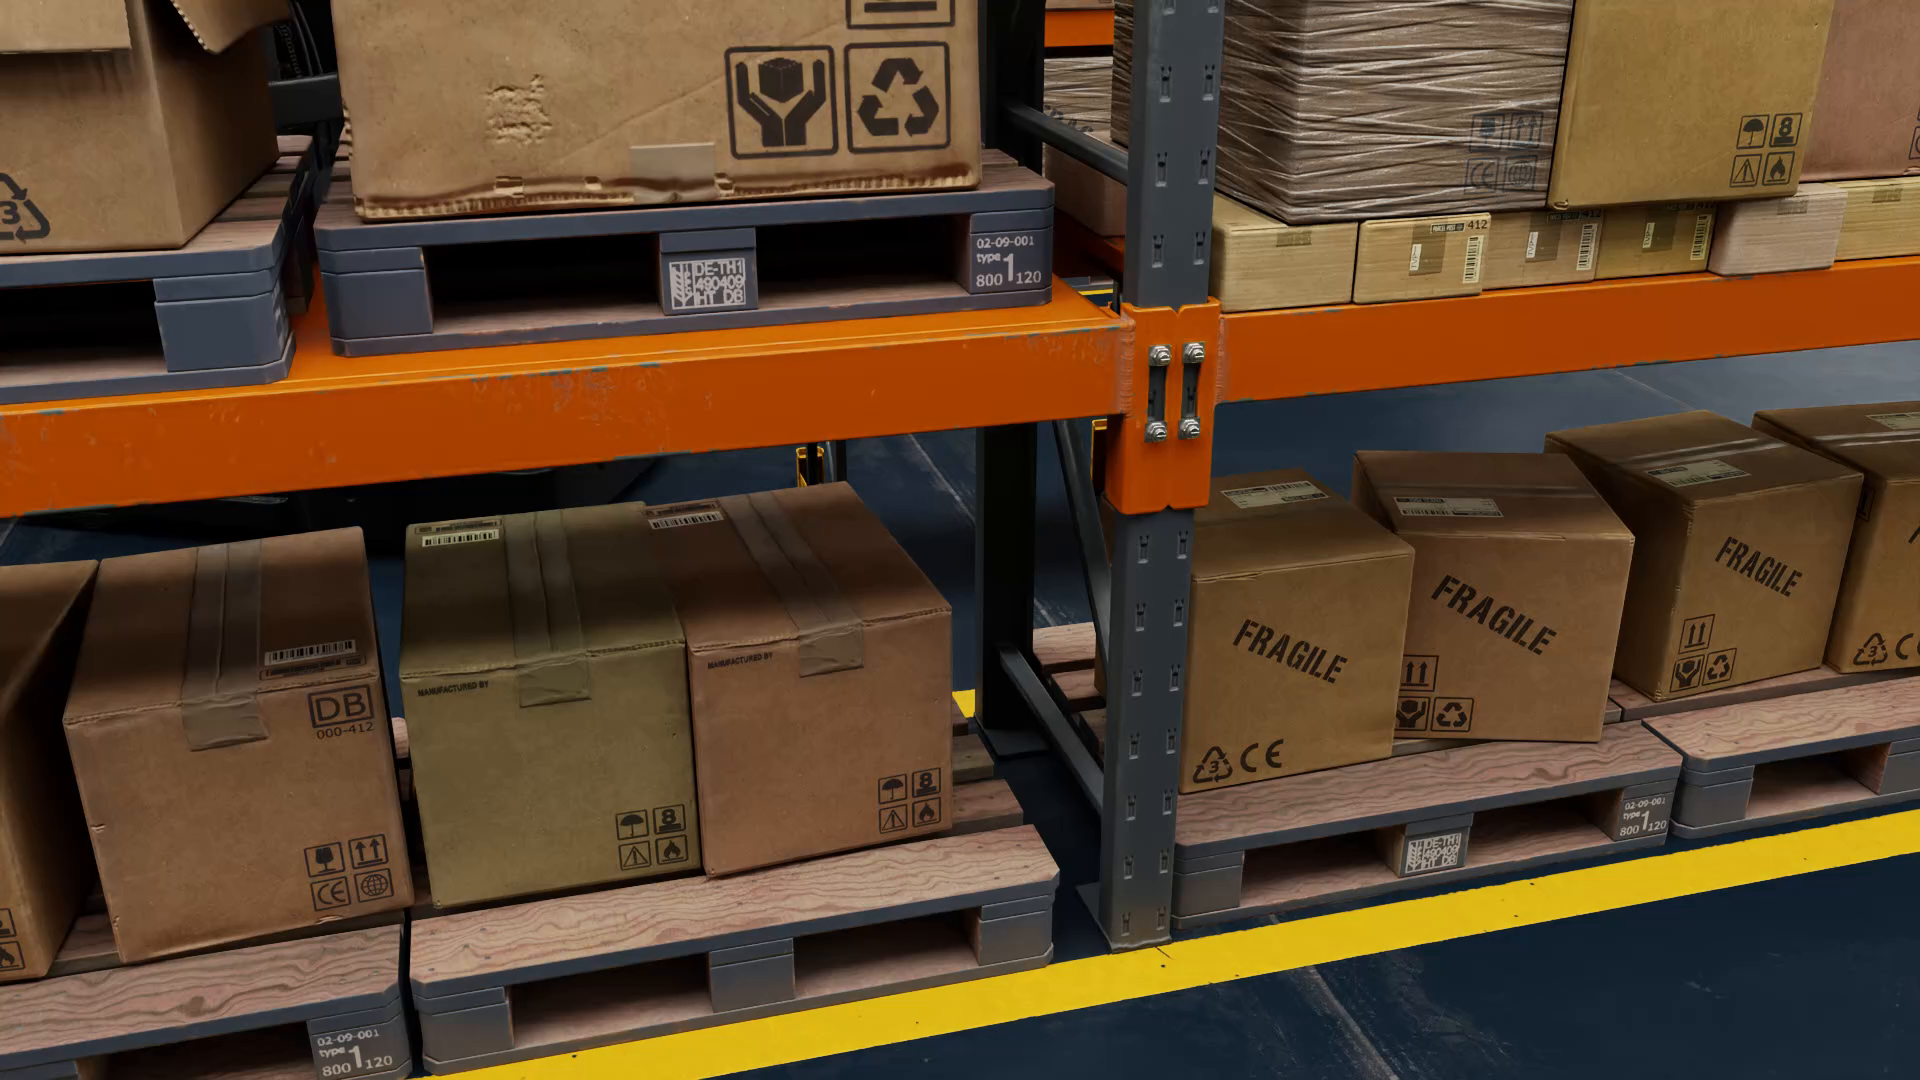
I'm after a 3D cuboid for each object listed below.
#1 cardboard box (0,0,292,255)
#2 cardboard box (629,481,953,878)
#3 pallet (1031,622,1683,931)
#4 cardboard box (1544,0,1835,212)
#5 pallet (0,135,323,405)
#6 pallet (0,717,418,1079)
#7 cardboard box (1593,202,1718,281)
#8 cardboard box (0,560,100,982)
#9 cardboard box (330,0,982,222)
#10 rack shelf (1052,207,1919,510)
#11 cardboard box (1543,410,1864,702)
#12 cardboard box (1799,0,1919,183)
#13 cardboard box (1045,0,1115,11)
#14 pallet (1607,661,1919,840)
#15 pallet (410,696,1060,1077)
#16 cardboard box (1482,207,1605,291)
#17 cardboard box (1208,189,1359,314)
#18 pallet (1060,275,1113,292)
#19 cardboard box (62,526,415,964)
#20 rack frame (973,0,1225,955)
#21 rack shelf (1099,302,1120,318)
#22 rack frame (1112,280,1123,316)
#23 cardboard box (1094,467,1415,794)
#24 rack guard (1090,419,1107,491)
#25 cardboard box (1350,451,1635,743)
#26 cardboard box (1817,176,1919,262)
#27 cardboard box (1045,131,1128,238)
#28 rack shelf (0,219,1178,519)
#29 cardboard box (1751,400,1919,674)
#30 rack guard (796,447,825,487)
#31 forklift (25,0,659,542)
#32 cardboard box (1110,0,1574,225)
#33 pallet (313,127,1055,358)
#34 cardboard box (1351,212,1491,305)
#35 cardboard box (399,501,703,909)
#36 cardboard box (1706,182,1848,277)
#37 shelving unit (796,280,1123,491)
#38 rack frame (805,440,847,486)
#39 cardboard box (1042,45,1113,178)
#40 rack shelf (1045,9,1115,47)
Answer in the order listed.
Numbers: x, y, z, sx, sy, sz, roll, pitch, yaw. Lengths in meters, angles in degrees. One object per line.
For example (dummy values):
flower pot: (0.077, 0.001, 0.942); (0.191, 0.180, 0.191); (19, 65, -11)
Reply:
cardboard box: (-1.414, -0.767, 2.571); (0.637, 0.503, 0.797); (-4, 24, -9)
cardboard box: (-0.367, 0.257, 3.459); (0.500, 0.500, 0.700); (-8, 25, -18)
pallet: (0.867, 0.450, 3.934); (1.213, 0.211, 1.003); (-6, 24, -14)
cardboard box: (1.171, -0.994, 3.258); (0.500, 0.500, 0.875); (-6, 24, -14)
pallet: (-1.727, -0.459, 2.759); (1.213, 0.211, 1.003); (-6, 24, -14)
pallet: (-1.696, 0.750, 3.235); (1.213, 0.211, 1.003); (-6, 24, -14)
cardboard box: (1.234, -0.629, 3.230); (0.250, 0.149, 0.380); (-6, 24, -14)
cardboard box: (-1.907, 0.420, 3.079); (0.500, 0.500, 0.700); (-4, 24, -10)
cardboard box: (-0.573, -1.184, 2.912); (1.000, 1.000, 1.000); (-6, 24, -14)
rack shelf: (2.155, -0.629, 3.825); (4.000, 0.370, 1.077); (-6, 24, -14)
cardboard box: (1.752, 0.022, 4.033); (0.500, 0.500, 0.500); (-9, 25, -19)
cardboard box: (1.625, -1.085, 3.471); (0.500, 0.500, 0.875); (-6, 24, -14)
cardboard box: (0.414, -2.833, 7.859); (0.550, 0.550, 0.875); (-6, 24, -14)
pallet: (2.044, 0.318, 4.240); (1.213, 0.211, 1.003); (-6, 24, -14)
pallet: (-0.520, 0.618, 3.541); (1.213, 0.211, 1.003); (-6, 24, -14)
cardboard box: (0.995, -0.599, 3.160); (0.250, 0.149, 0.380); (-6, 24, -14)
cardboard box: (0.518, -0.540, 3.023); (0.250, 0.149, 0.380); (-6, 24, -14)
pallet: (0.917, -1.542, 8.575); (1.213, 0.211, 1.003); (-6, 24, -14)
cardboard box: (-1.370, 0.360, 3.218); (0.500, 0.500, 0.700); (-8, 25, -19)
rack frame: (0.230, -0.747, 3.186); (0.127, 3.000, 1.000); (-6, 24, -14)
rack shelf: (0.082, -0.533, 5.046); (1.000, 0.185, 0.538); (-6, 24, -14)
rack frame: (0.572, -0.752, 5.102); (0.032, 1.500, 0.500); (-6, 24, -14)
cardboard box: (0.626, 0.182, 3.660); (0.500, 0.500, 0.500); (-7, 24, -16)
rack guard: (0.553, -0.176, 5.343); (0.087, 0.250, 0.587); (-6, 24, -14)
cardboard box: (1.175, 0.118, 3.809); (0.500, 0.500, 0.500); (1, 23, 3)
cardboard box: (1.715, -0.682, 3.355); (0.250, 0.149, 0.380); (-6, 24, -14)
cardboard box: (0.357, -0.766, 3.549); (0.250, 0.149, 0.380); (-6, 24, -14)
rack shelf: (-1.696, -0.203, 2.832); (4.000, 0.370, 1.077); (-6, 24, -14)
cardboard box: (2.301, -0.021, 4.132); (0.500, 0.500, 0.500); (-4, 24, -9)
rack guard: (-0.406, -0.070, 5.096); (0.087, 0.250, 0.587); (-6, 24, -14)
forklift: (-2.582, -1.578, 5.210); (3.031, 2.935, 1.130); (5, 24, 11)
cardboard box: (0.680, -0.954, 3.165); (0.500, 0.500, 0.875); (-6, 24, -14)
pallet: (-0.546, -0.632, 3.163); (1.213, 0.211, 1.003); (-6, 24, -14)
cardboard box: (0.762, -0.562, 3.073); (0.250, 0.149, 0.380); (-6, 24, -14)
cardboard box: (-0.832, 0.301, 3.357); (0.500, 0.500, 0.700); (-6, 24, -15)
cardboard box: (1.485, -0.640, 3.256); (0.250, 0.149, 0.380); (-6, 24, -14)
shelving unit: (0.073, -0.697, 4.973); (1.083, 1.500, 0.587); (-6, 24, -14)
rack frame: (-0.407, -0.644, 4.849); (0.032, 1.500, 0.500); (-6, 24, -14)
cardboard box: (0.478, -1.995, 8.257); (0.875, 0.875, 0.875); (-6, 24, -14)
rack shelf: (0.913, -2.523, 8.238); (4.000, 0.370, 1.077); (-6, 24, -14)
